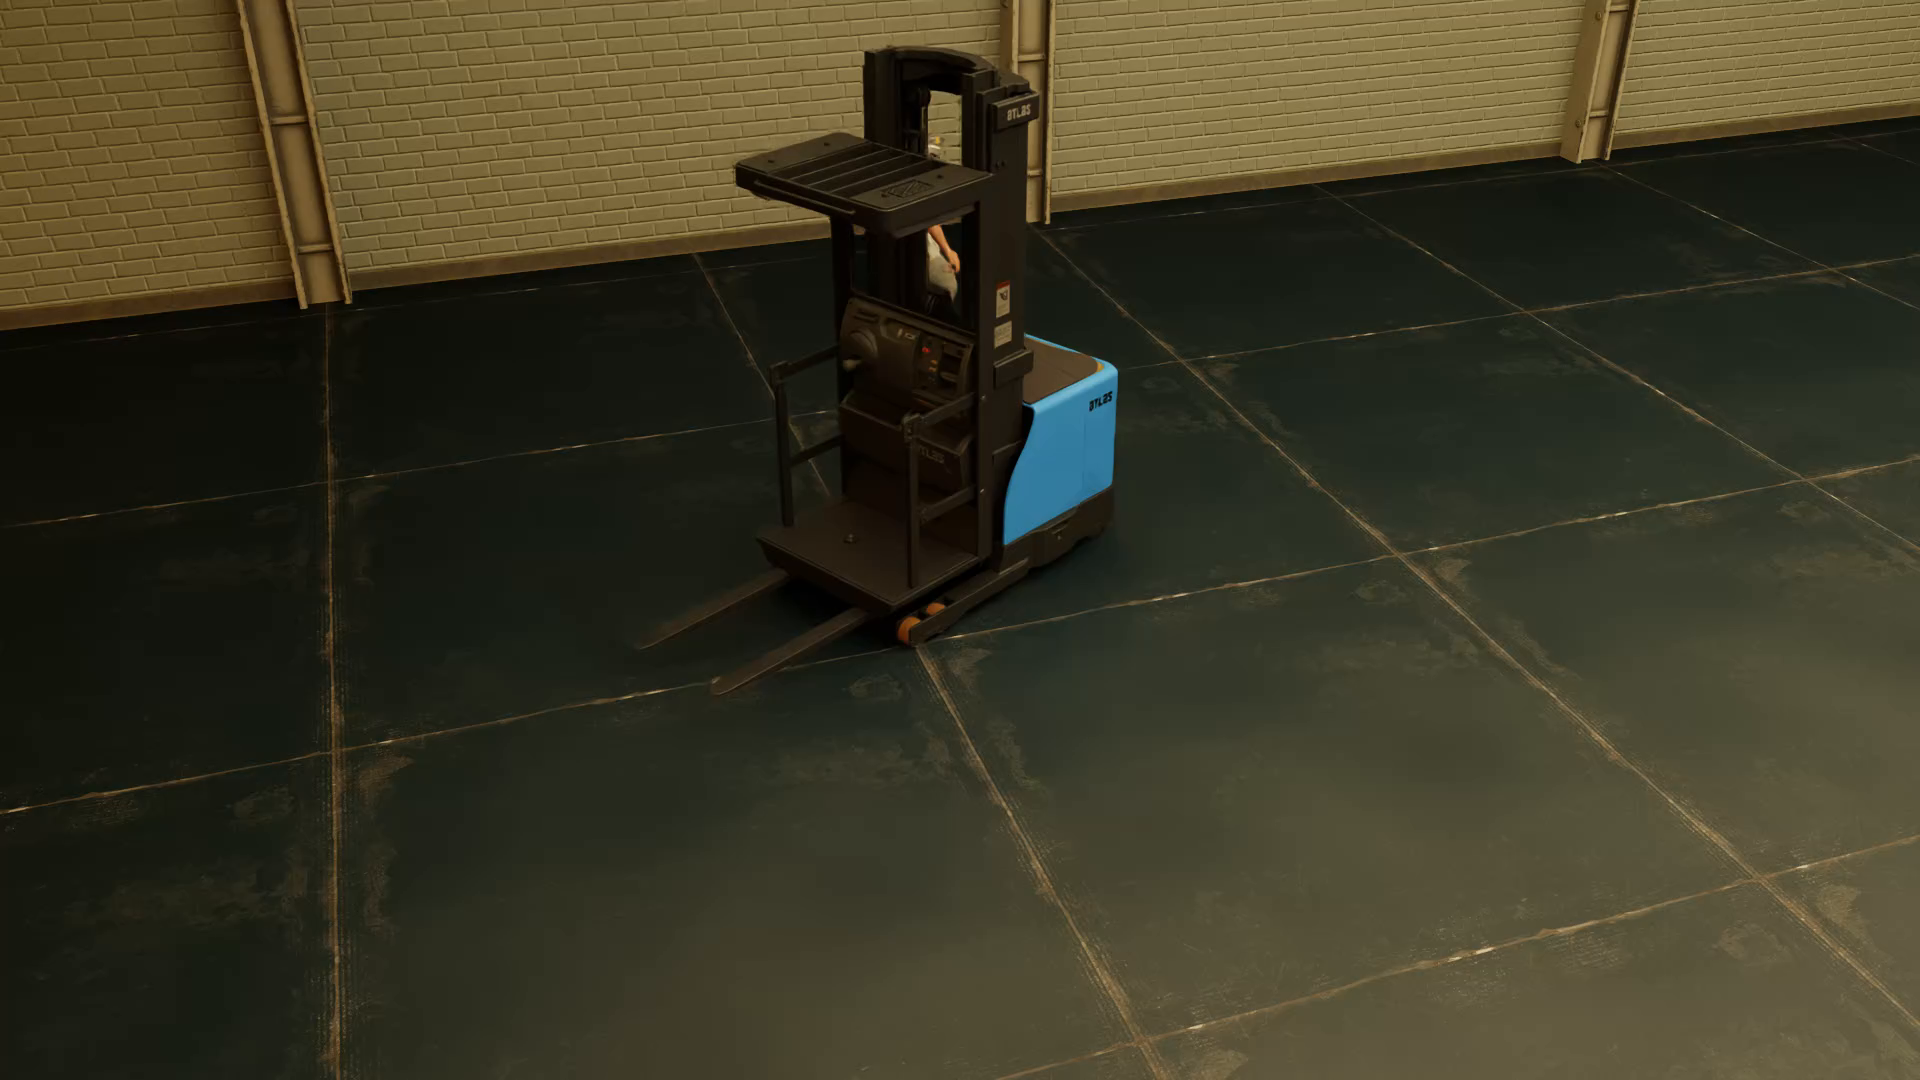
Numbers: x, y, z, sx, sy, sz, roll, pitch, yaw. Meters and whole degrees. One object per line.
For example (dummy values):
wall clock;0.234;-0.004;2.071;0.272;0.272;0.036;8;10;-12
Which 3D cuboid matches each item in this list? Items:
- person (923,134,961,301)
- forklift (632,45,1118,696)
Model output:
person;-0.171;-2.140;12.132;0.863;1.642;0.873;-23;37;-34
forklift;-0.434;-0.974;8.780;1.130;2.935;3.031;25;38;36
